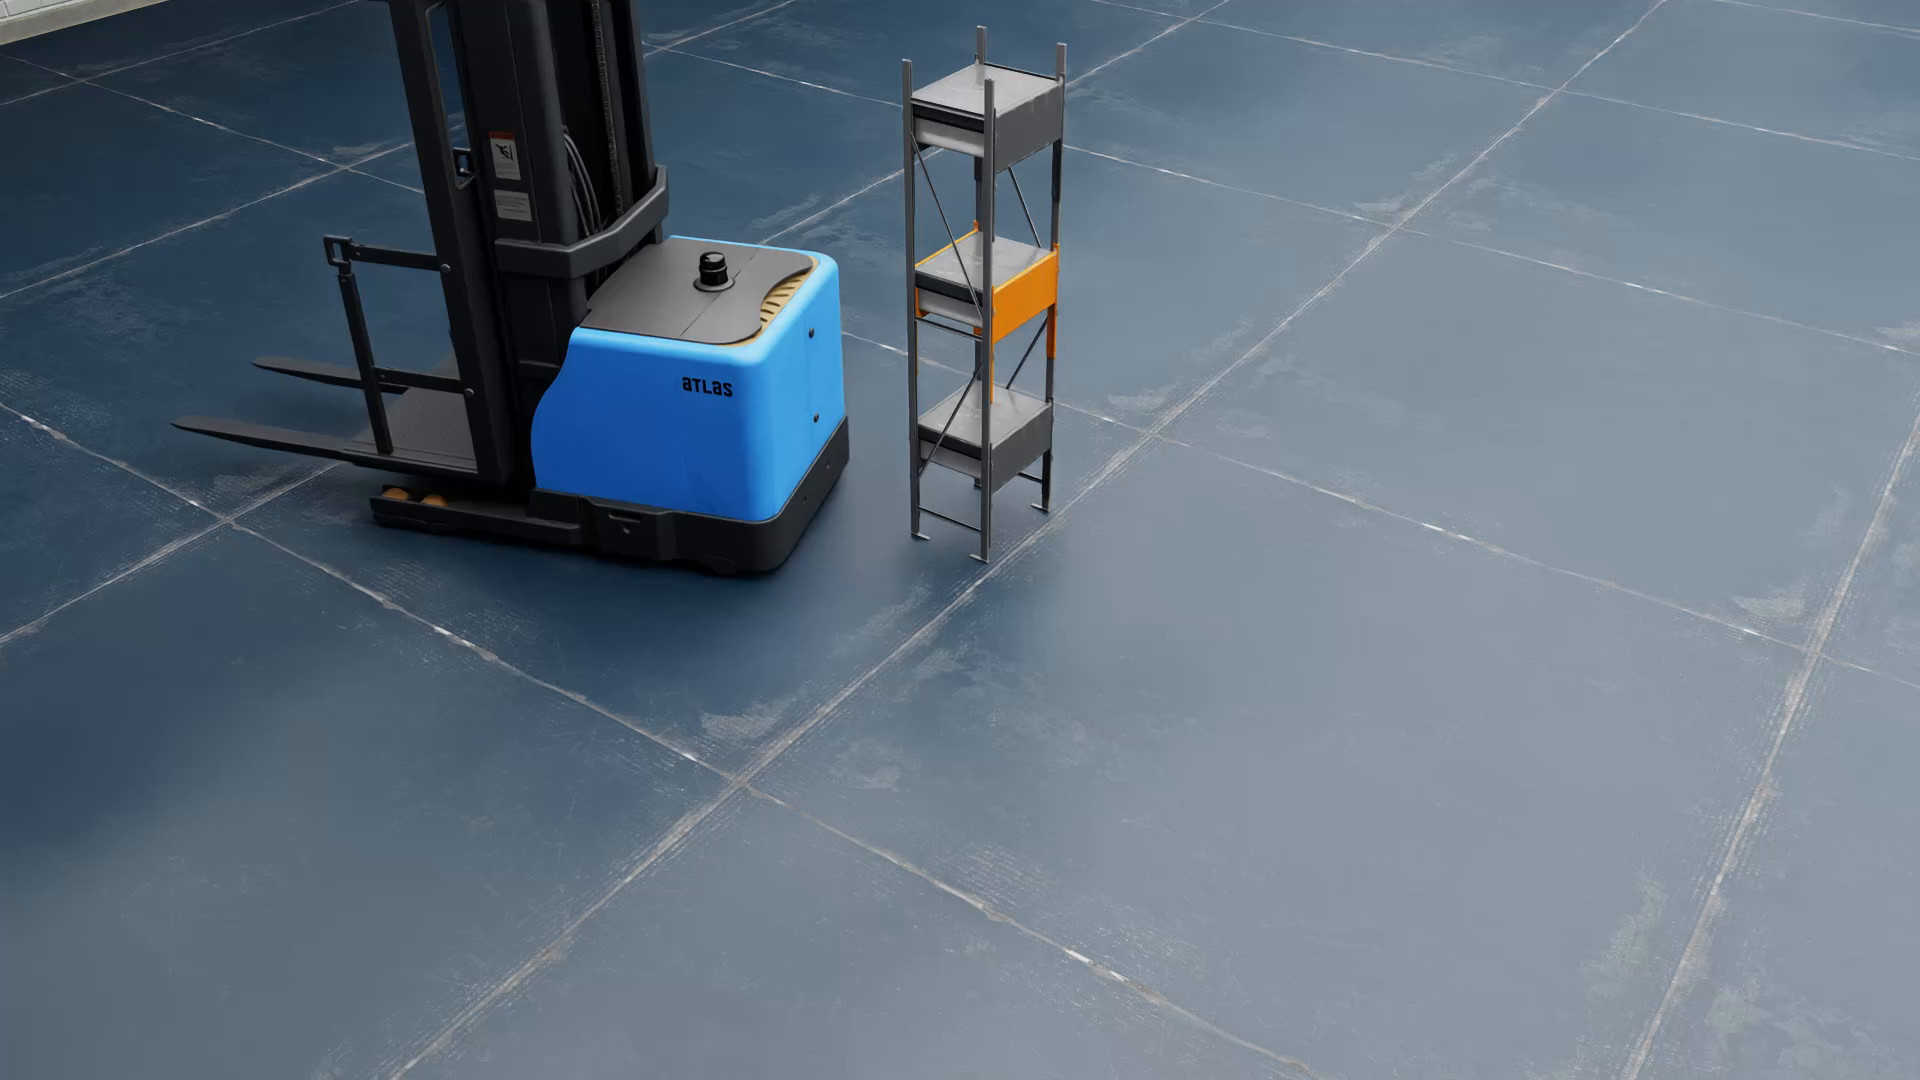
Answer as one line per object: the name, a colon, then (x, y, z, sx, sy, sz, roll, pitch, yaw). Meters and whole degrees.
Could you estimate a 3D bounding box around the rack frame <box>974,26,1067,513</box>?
rack frame: (0.234, -1.058, 6.940, 0.400, 2.100, 0.015, 21, 39, 28)

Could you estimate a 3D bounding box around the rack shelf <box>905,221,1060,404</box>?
rack shelf: (0.094, -0.935, 6.782, 0.431, 0.518, 0.480, 21, 39, 28)

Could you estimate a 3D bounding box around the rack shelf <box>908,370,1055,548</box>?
rack shelf: (0.094, -0.355, 7.174, 0.431, 0.518, 0.480, 21, 39, 28)

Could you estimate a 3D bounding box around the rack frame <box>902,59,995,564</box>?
rack frame: (-0.045, -0.834, 6.608, 0.400, 2.100, 0.015, 21, 39, 28)

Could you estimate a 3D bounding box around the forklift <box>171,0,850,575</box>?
forklift: (-2.085, -1.520, 6.881, 3.031, 2.935, 1.130, 9, 35, 13)

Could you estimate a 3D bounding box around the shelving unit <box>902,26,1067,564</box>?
shelving unit: (0.094, -0.946, 6.774, 0.431, 2.100, 0.503, 21, 39, 28)

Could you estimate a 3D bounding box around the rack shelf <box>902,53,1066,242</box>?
rack shelf: (0.094, -1.515, 6.390, 0.431, 0.518, 0.480, 21, 39, 28)
